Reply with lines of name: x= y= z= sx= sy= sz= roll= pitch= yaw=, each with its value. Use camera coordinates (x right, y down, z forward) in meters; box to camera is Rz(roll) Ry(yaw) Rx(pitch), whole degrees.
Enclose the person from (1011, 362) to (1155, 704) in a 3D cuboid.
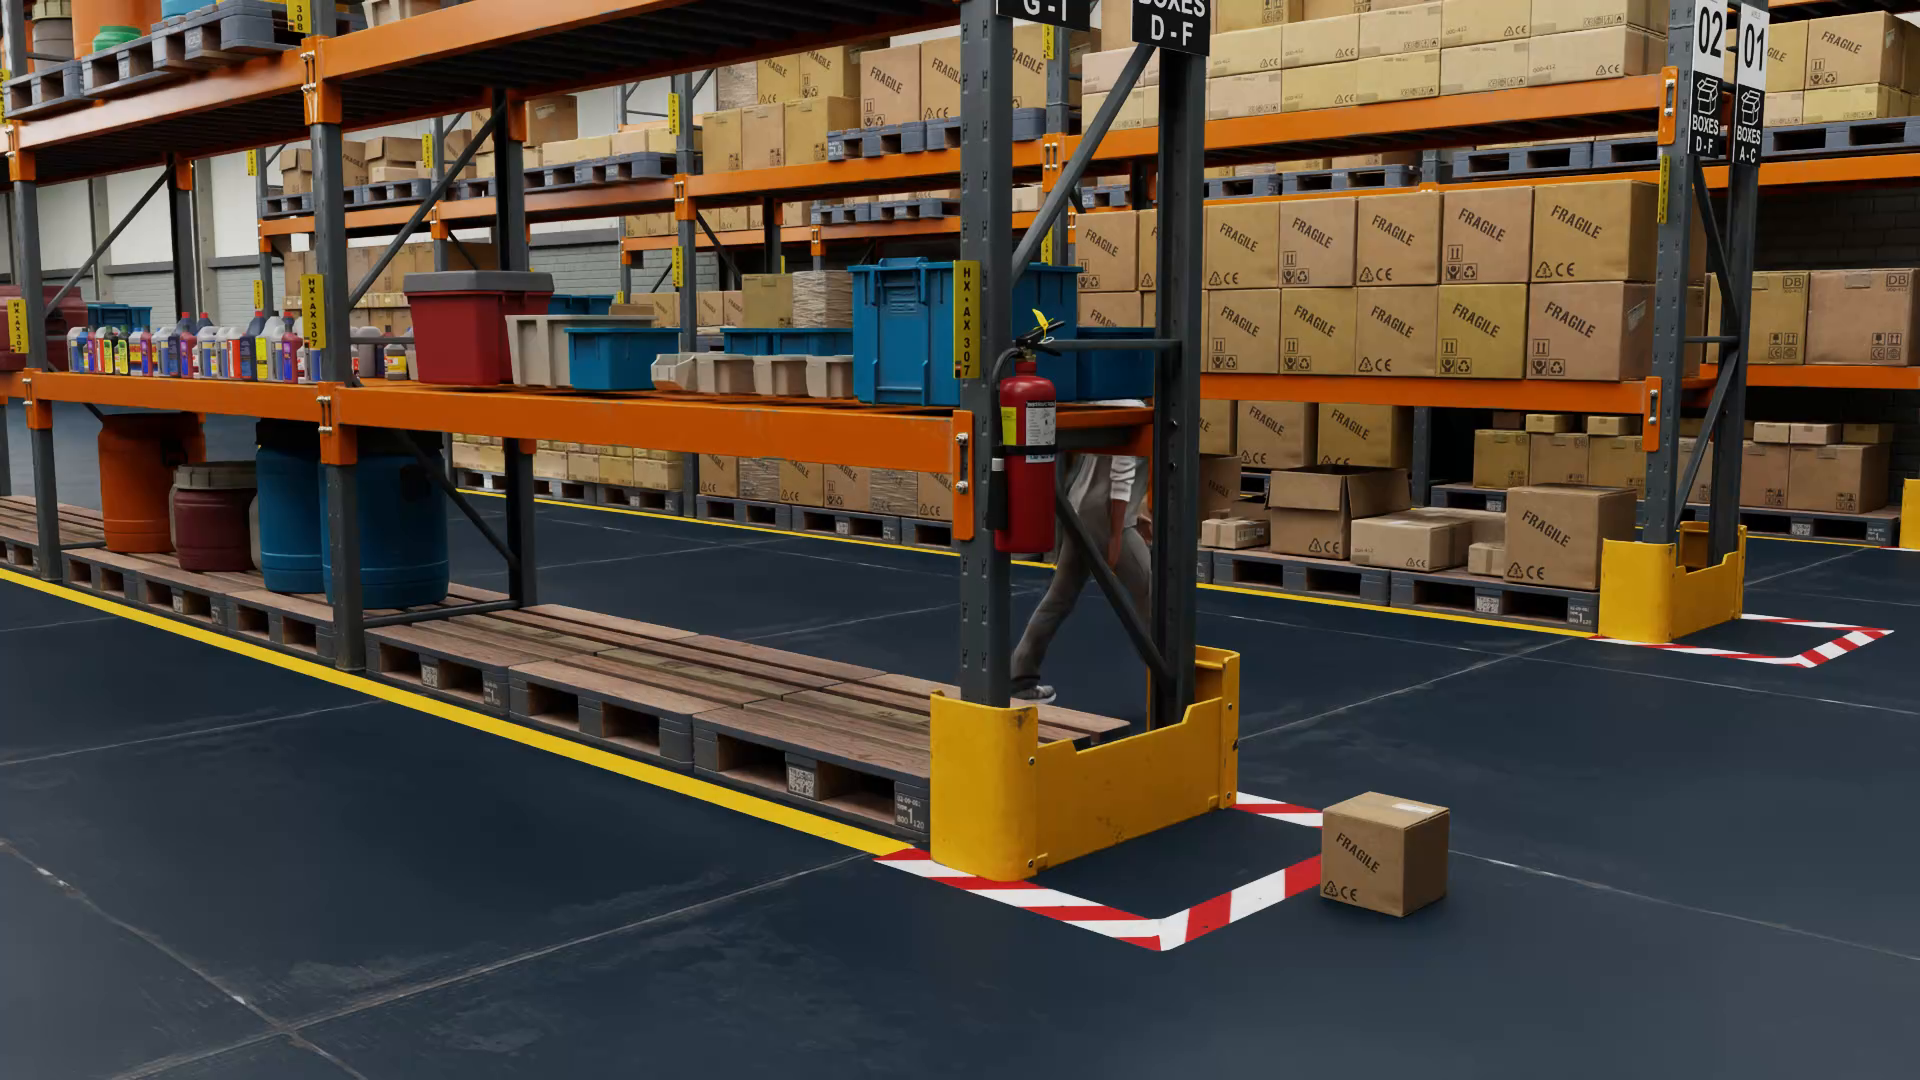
person: x=0.629 y=-0.060 z=6.631 sx=0.889 sy=1.535 sz=0.487 roll=-2 pitch=7 yaw=-13
